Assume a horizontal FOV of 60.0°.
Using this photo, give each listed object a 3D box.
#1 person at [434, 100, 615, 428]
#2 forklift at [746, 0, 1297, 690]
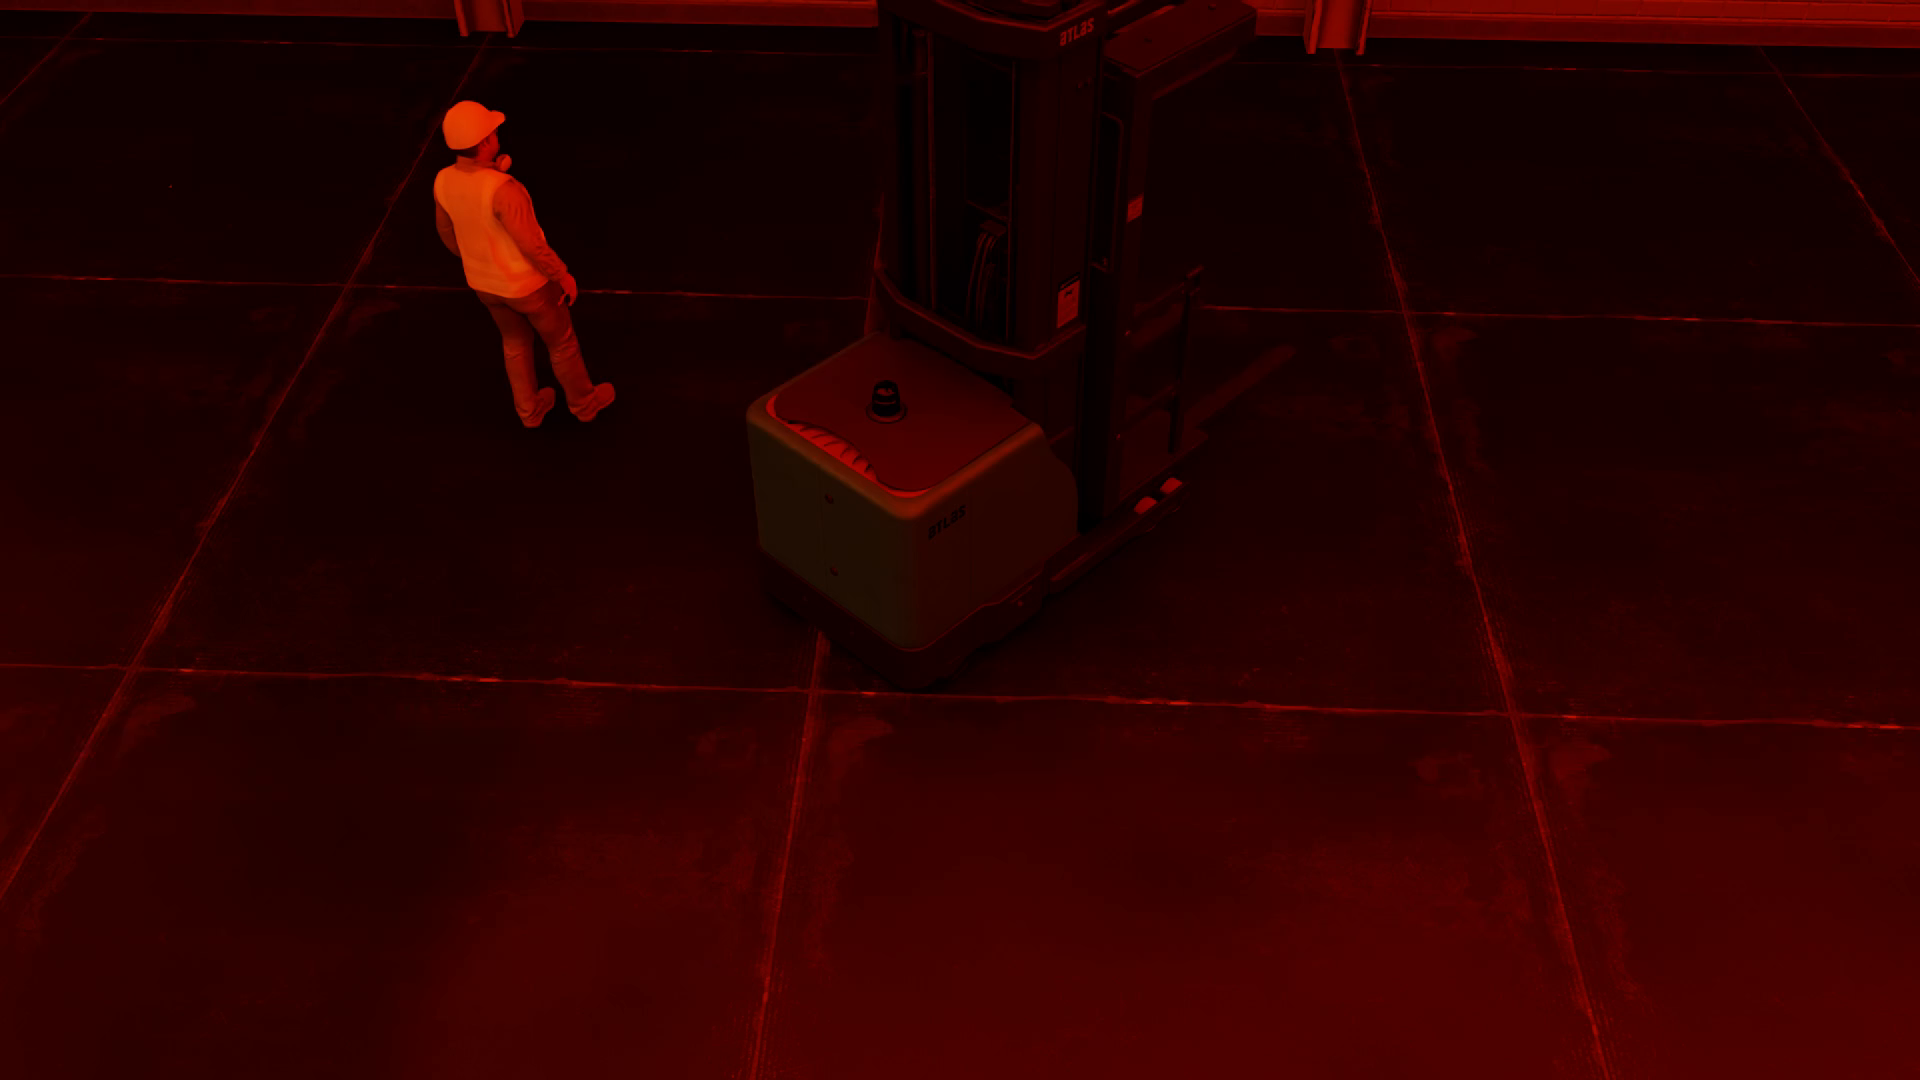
[{"bbox_3d":[-2.125,-1.329,8.055,0.679,1.775,0.549,16,45,17],"label":"person"},{"bbox_3d":[0.472,-1.340,7.210,1.130,2.935,3.031,33,52,31],"label":"forklift"}]
